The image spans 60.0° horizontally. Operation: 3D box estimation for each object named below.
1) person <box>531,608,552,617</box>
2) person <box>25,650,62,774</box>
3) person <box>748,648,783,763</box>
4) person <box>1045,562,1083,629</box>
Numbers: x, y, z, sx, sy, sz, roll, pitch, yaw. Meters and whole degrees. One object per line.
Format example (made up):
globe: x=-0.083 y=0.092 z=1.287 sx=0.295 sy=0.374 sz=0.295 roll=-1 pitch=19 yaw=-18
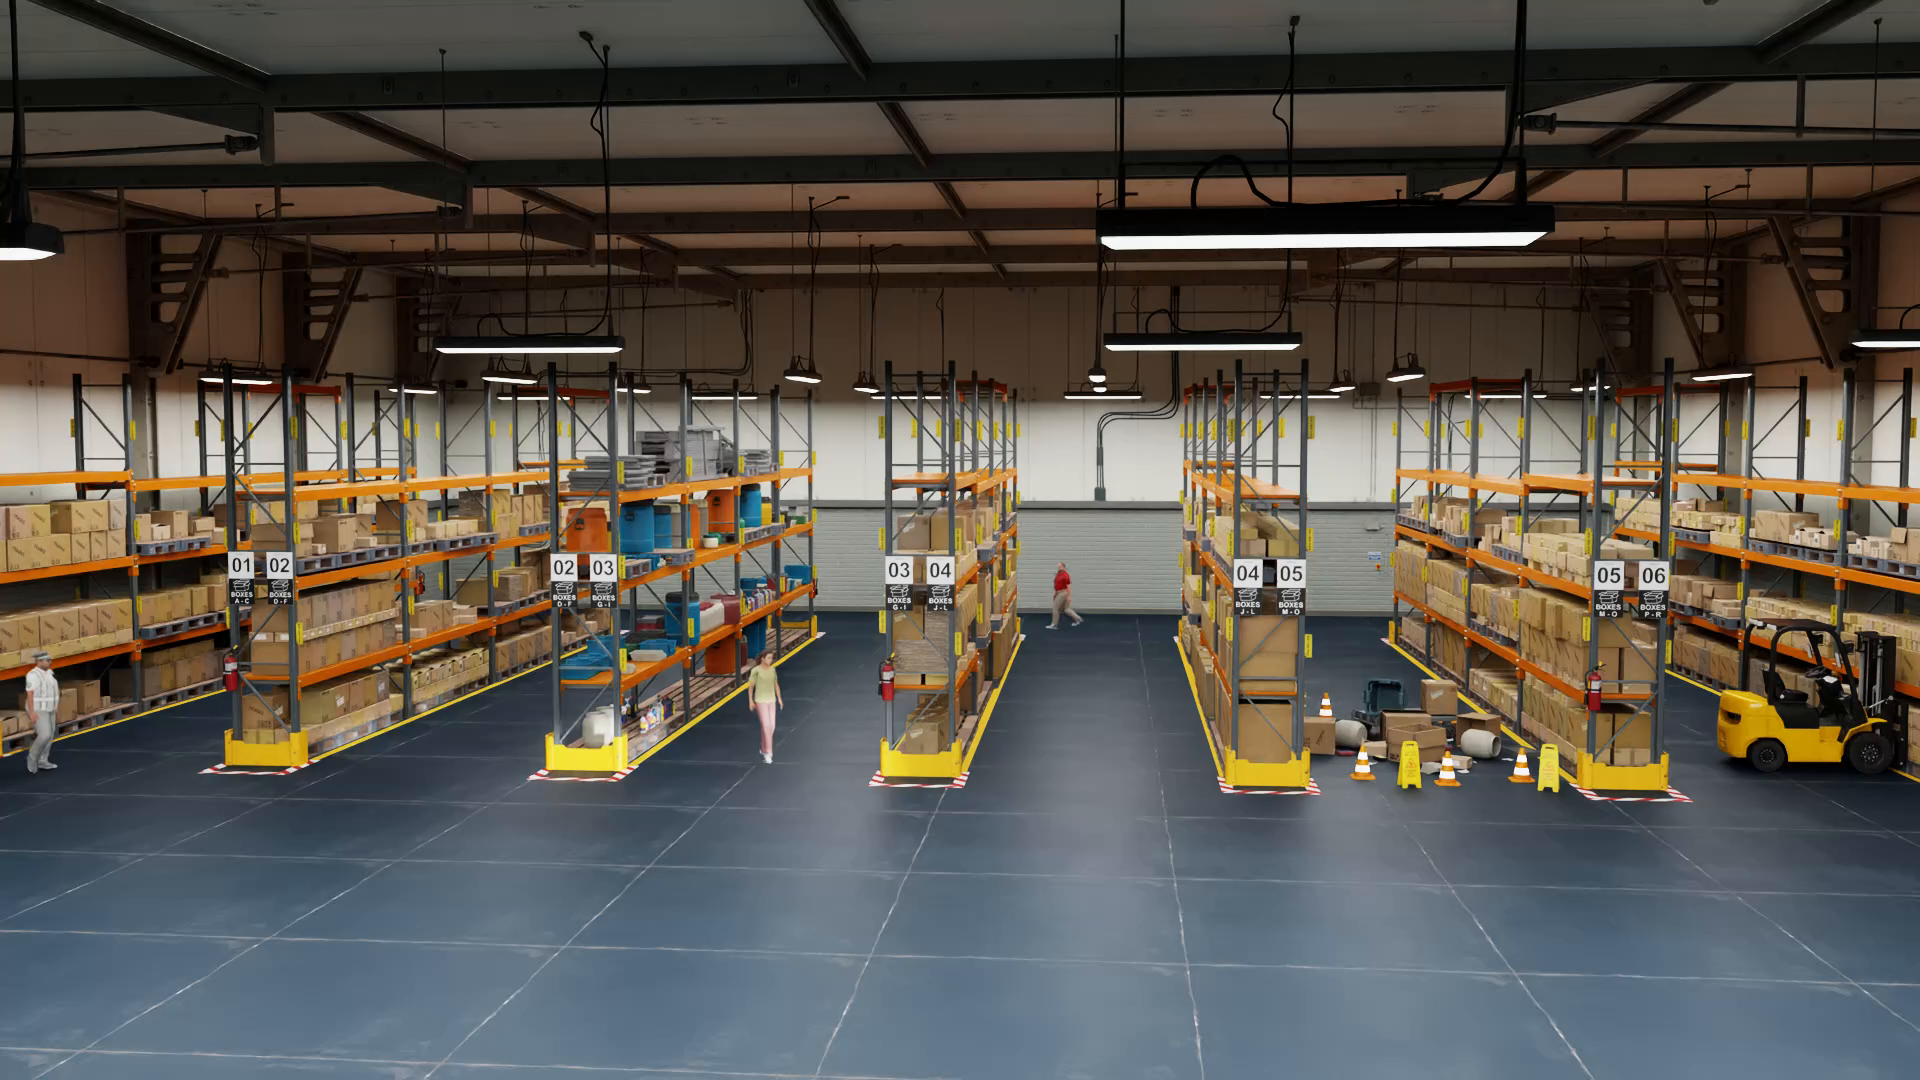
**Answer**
person: x=-11.020 y=1.395 z=44.078 sx=1.032 sy=1.407 sz=0.467 roll=1 pitch=4 yaw=14
person: x=-13.473 y=2.508 z=24.442 sx=0.439 sy=1.788 sz=0.571 roll=0 pitch=4 yaw=7
person: x=-2.919 y=2.519 z=25.344 sx=0.470 sy=1.720 sz=0.591 roll=-3 pitch=5 yaw=-40
person: x=2.619 y=1.396 z=41.873 sx=0.986 sy=1.683 sz=0.503 roll=0 pitch=4 yaw=-2
